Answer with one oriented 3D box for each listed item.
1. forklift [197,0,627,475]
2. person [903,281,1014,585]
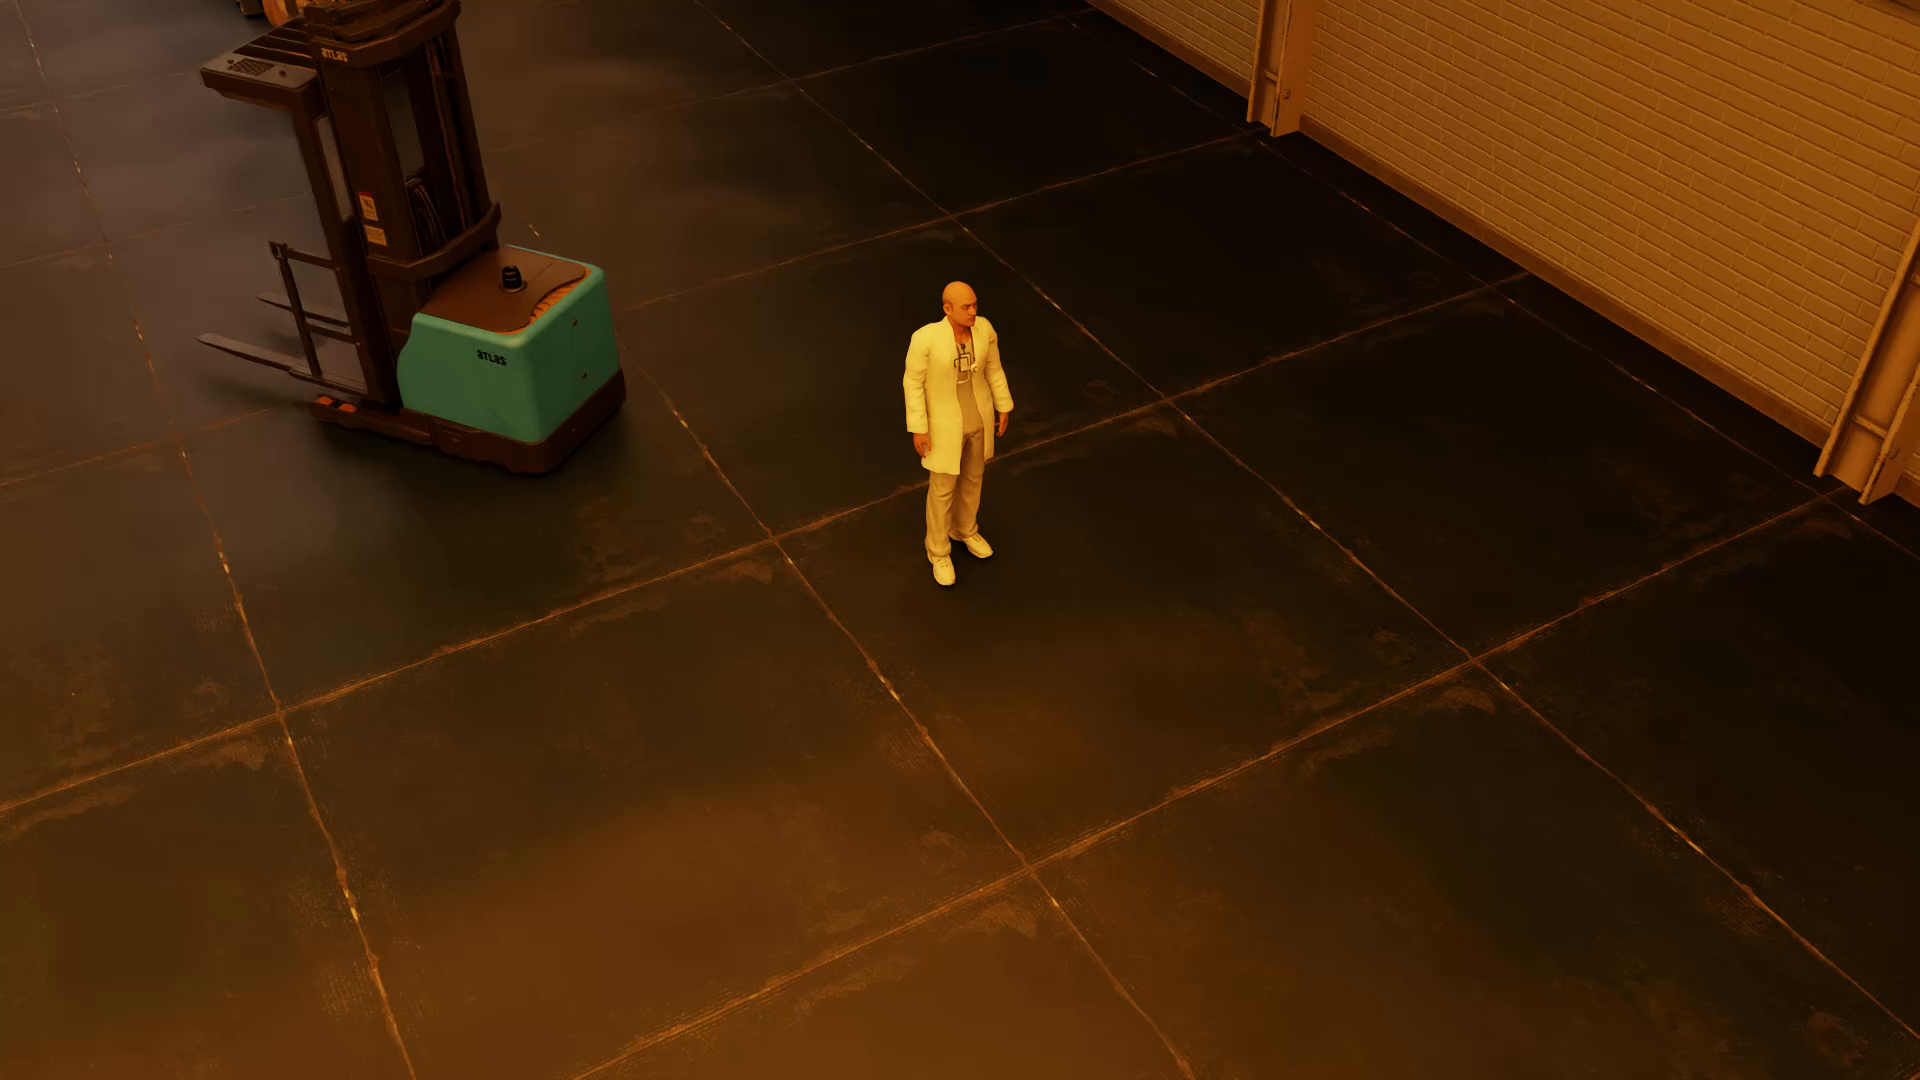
[{"bbox_3d":[-3.850,-2.175,10.659,3.031,2.935,1.130,16,42,18],"label":"forklift"},{"bbox_3d":[0.043,-0.638,9.697,0.696,1.778,0.578,-20,44,-23],"label":"person"}]
